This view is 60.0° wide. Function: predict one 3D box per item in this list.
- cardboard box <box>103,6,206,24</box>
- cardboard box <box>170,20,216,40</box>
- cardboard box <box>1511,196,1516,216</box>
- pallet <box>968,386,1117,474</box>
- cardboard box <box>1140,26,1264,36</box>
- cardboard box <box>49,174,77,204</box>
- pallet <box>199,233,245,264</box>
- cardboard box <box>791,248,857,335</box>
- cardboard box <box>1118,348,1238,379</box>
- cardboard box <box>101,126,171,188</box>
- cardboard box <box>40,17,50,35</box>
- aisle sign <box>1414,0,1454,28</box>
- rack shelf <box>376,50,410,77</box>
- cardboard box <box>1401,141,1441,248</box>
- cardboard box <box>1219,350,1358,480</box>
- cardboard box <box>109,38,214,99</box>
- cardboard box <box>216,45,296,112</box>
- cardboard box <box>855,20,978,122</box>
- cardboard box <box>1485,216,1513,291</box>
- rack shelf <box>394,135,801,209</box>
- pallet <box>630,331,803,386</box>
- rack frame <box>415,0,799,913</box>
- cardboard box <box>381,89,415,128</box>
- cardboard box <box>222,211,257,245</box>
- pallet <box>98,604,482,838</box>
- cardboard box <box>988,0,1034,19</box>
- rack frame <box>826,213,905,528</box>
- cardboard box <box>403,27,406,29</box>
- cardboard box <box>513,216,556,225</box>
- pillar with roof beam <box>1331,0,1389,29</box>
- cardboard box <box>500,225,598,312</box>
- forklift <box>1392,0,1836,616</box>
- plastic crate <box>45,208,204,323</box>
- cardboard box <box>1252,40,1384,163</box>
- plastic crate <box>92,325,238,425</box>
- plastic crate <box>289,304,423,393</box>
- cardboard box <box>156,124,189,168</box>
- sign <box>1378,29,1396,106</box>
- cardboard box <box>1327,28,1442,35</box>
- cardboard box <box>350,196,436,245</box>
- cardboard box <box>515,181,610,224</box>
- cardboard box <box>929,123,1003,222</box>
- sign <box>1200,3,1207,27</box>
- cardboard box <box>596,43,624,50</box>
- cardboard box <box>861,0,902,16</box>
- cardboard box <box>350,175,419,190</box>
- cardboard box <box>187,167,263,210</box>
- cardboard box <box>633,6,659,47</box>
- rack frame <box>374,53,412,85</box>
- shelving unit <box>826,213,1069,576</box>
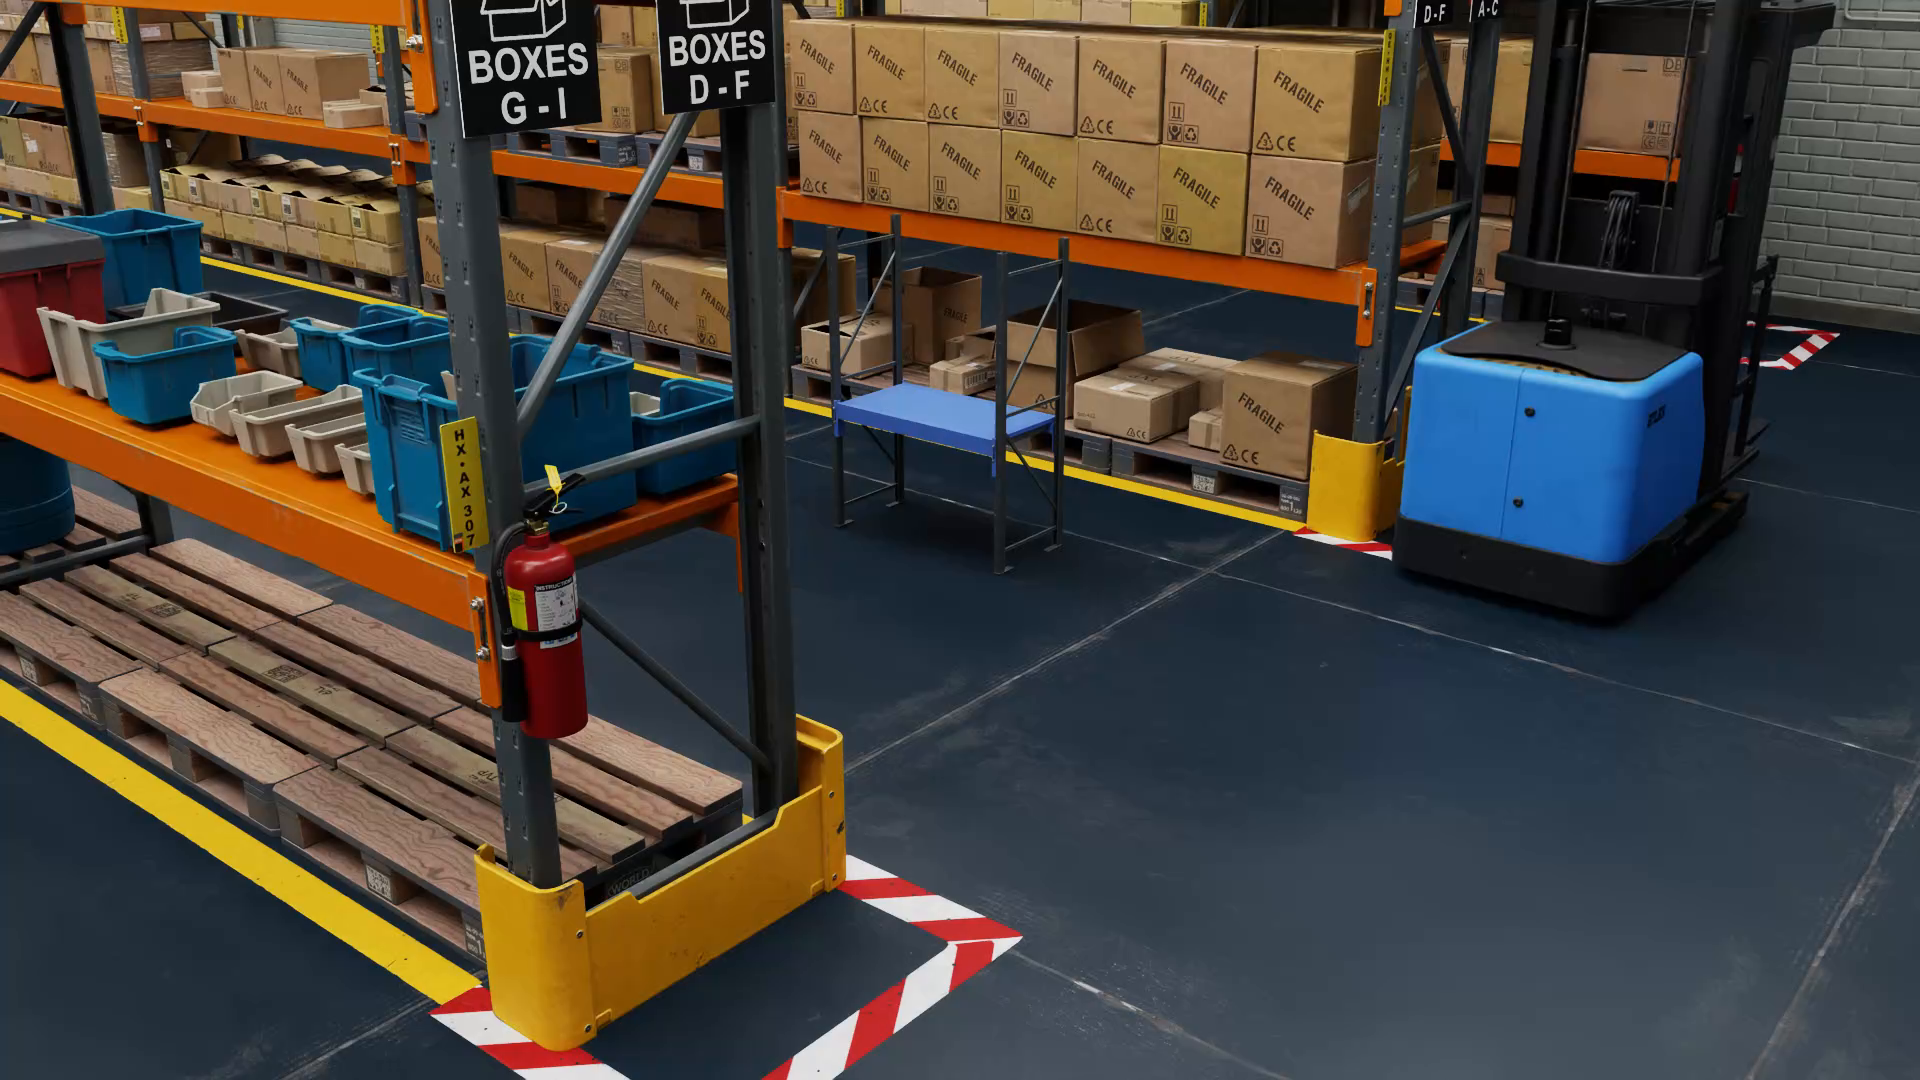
[{"bbox_3d":[-7.375,-4.991,15.172,0.500,0.500,0.700,16,26,37],"label":"cardboard box"},{"bbox_3d":[-7.113,-4.703,15.328,0.250,0.149,0.380,16,26,36],"label":"cardboard box"},{"bbox_3d":[4.430,-2.573,12.767,0.250,0.149,0.380,16,26,37],"label":"cardboard box"},{"bbox_3d":[0.651,-0.725,9.792,1.213,0.211,1.003,16,26,36],"label":"pallet"},{"bbox_3d":[1.298,-2.476,8.925,0.500,0.500,0.500,17,26,37],"label":"cardboard box"},{"bbox_3d":[-8.691,-3.527,16.571,0.500,0.250,0.500,16,26,36],"label":"cardboard box"},{"bbox_3d":[-6.432,-2.782,15.245,1.213,0.211,1.003,16,26,36],"label":"pallet"},{"bbox_3d":[-1.050,-1.666,11.254,0.500,0.500,0.500,15,25,34],"label":"cardboard box"},{"bbox_3d":[1.253,-0.904,9.588,0.500,0.250,0.500,16,26,36],"label":"cardboard box"},{"bbox_3d":[-7.905,-3.659,15.860,0.500,0.500,0.500,16,26,36],"label":"cardboard box"},{"bbox_3d":[-8.564,-4.935,15.942,0.250,0.149,0.380,17,27,38],"label":"cardboard box"},{"bbox_3d":[2.128,-2.680,7.340,0.004,0.787,0.394,16,26,36],"label":"aisle sign"},{"bbox_3d":[-5.448,-5.705,20.064,4.000,0.370,1.077,16,26,36],"label":"rack shelf"},{"bbox_3d":[2.092,-1.781,8.498,0.500,0.500,0.500,17,26,37],"label":"cardboard box"},{"bbox_3d":[1.692,-0.653,8.568,0.500,0.500,0.500,16,26,36],"label":"cardboard box"},{"bbox_3d":[-7.375,-4.384,15.401,0.500,0.500,0.700,15,25,35],"label":"cardboard box"},{"bbox_3d":[-6.035,-3.994,14.366,0.500,0.500,0.500,18,27,40],"label":"cardboard box"},{"bbox_3d":[-0.243,-2.673,9.446,0.500,0.500,0.500,15,25,35],"label":"cardboard box"},{"bbox_3d":[4.405,-2.185,12.659,0.500,0.500,0.700,16,26,36],"label":"cardboard box"},{"bbox_3d":[-2.379,-2.565,11.738,4.000,0.370,1.077,16,26,36],"label":"rack shelf"},{"bbox_3d":[-1.484,-1.322,11.374,1.213,0.211,1.003,16,26,36],"label":"pallet"},{"bbox_3d":[-0.866,-0.210,4.473,0.127,3.000,1.000,16,26,36],"label":"rack frame"},{"bbox_3d":[-4.183,-3.399,13.057,0.500,0.311,0.500,18,27,40],"label":"cardboard box"},{"bbox_3d":[-6.073,-2.763,14.546,0.500,0.250,0.500,15,25,35],"label":"cardboard box"},{"bbox_3d":[-2.421,0.628,6.203,1.213,0.211,1.003,16,26,36],"label":"pallet"},{"bbox_3d":[0.596,-4.735,14.818,0.500,0.250,0.500,15,26,35],"label":"cardboard box"},{"bbox_3d":[-0.460,-0.834,8.255,0.032,1.500,0.500,16,26,36],"label":"rack frame"},{"bbox_3d":[-6.441,-6.476,20.211,0.500,0.500,0.500,16,26,36],"label":"cardboard box"},{"bbox_3d":[-3.056,-2.240,12.775,0.500,0.500,0.500,17,27,38],"label":"cardboard box"},{"bbox_3d":[0.667,-5.521,10.055,0.400,9.000,9.100,16,26,36],"label":"pillar with roof beam"},{"bbox_3d":[-2.962,-1.976,12.075,0.500,0.500,0.500,16,26,36],"label":"cardboard box"},{"bbox_3d":[3.319,-1.493,7.974,1.130,2.935,3.031,16,26,36],"label":"forklift"},{"bbox_3d":[-3.387,-1.112,6.803,0.575,0.384,0.392,16,26,36],"label":"plastic crate"},{"bbox_3d":[1.751,-2.102,7.931,0.500,0.500,0.500,16,26,36],"label":"cardboard box"},{"bbox_3d":[-2.619,-0.548,5.521,0.300,0.233,0.416,16,26,36],"label":"plastic crate"},{"bbox_3d":[-2.101,-0.665,5.833,0.300,0.233,0.416,16,26,36],"label":"plastic crate"},{"bbox_3d":[-7.581,-3.799,16.231,0.500,0.500,0.500,16,26,36],"label":"cardboard box"},{"bbox_3d":[1.903,-2.105,7.411,0.005,0.325,0.100,16,26,36],"label":"sign"},{"bbox_3d":[3.272,-3.661,13.200,0.700,0.700,0.980,15,25,35],"label":"cardboard box"},{"bbox_3d":[-4.490,-2.570,13.238,0.500,0.311,0.500,17,26,38],"label":"cardboard box"},{"bbox_3d":[-3.009,-2.579,12.612,0.500,0.250,0.500,17,27,38],"label":"cardboard box"},{"bbox_3d":[0.178,-2.088,9.313,0.500,0.500,0.500,16,26,36],"label":"cardboard box"},{"bbox_3d":[1.964,-4.165,13.432,0.005,0.325,0.100,16,26,36],"label":"sign"},{"bbox_3d":[-2.782,-3.225,11.732,0.700,0.500,0.500,-16,26,-37],"label":"cardboard box"},{"bbox_3d":[-0.588,-5.071,15.709,0.500,0.250,0.500,17,26,38],"label":"cardboard box"},{"bbox_3d":[-4.955,-2.947,14.237,0.500,0.311,0.500,15,25,35],"label":"cardboard box"},{"bbox_3d":[-6.480,-3.139,14.748,0.500,0.311,0.500,16,26,36],"label":"cardboard box"},{"bbox_3d":[-3.097,-5.598,17.997,0.700,0.500,0.500,-19,28,-41],"label":"cardboard box"},{"bbox_3d":[-6.997,-6.488,21.121,0.127,3.000,1.000,16,26,36],"label":"rack frame"},{"bbox_3d":[-0.066,-0.721,7.954,1.048,1.500,0.538,16,26,36],"label":"shelving unit"}]
